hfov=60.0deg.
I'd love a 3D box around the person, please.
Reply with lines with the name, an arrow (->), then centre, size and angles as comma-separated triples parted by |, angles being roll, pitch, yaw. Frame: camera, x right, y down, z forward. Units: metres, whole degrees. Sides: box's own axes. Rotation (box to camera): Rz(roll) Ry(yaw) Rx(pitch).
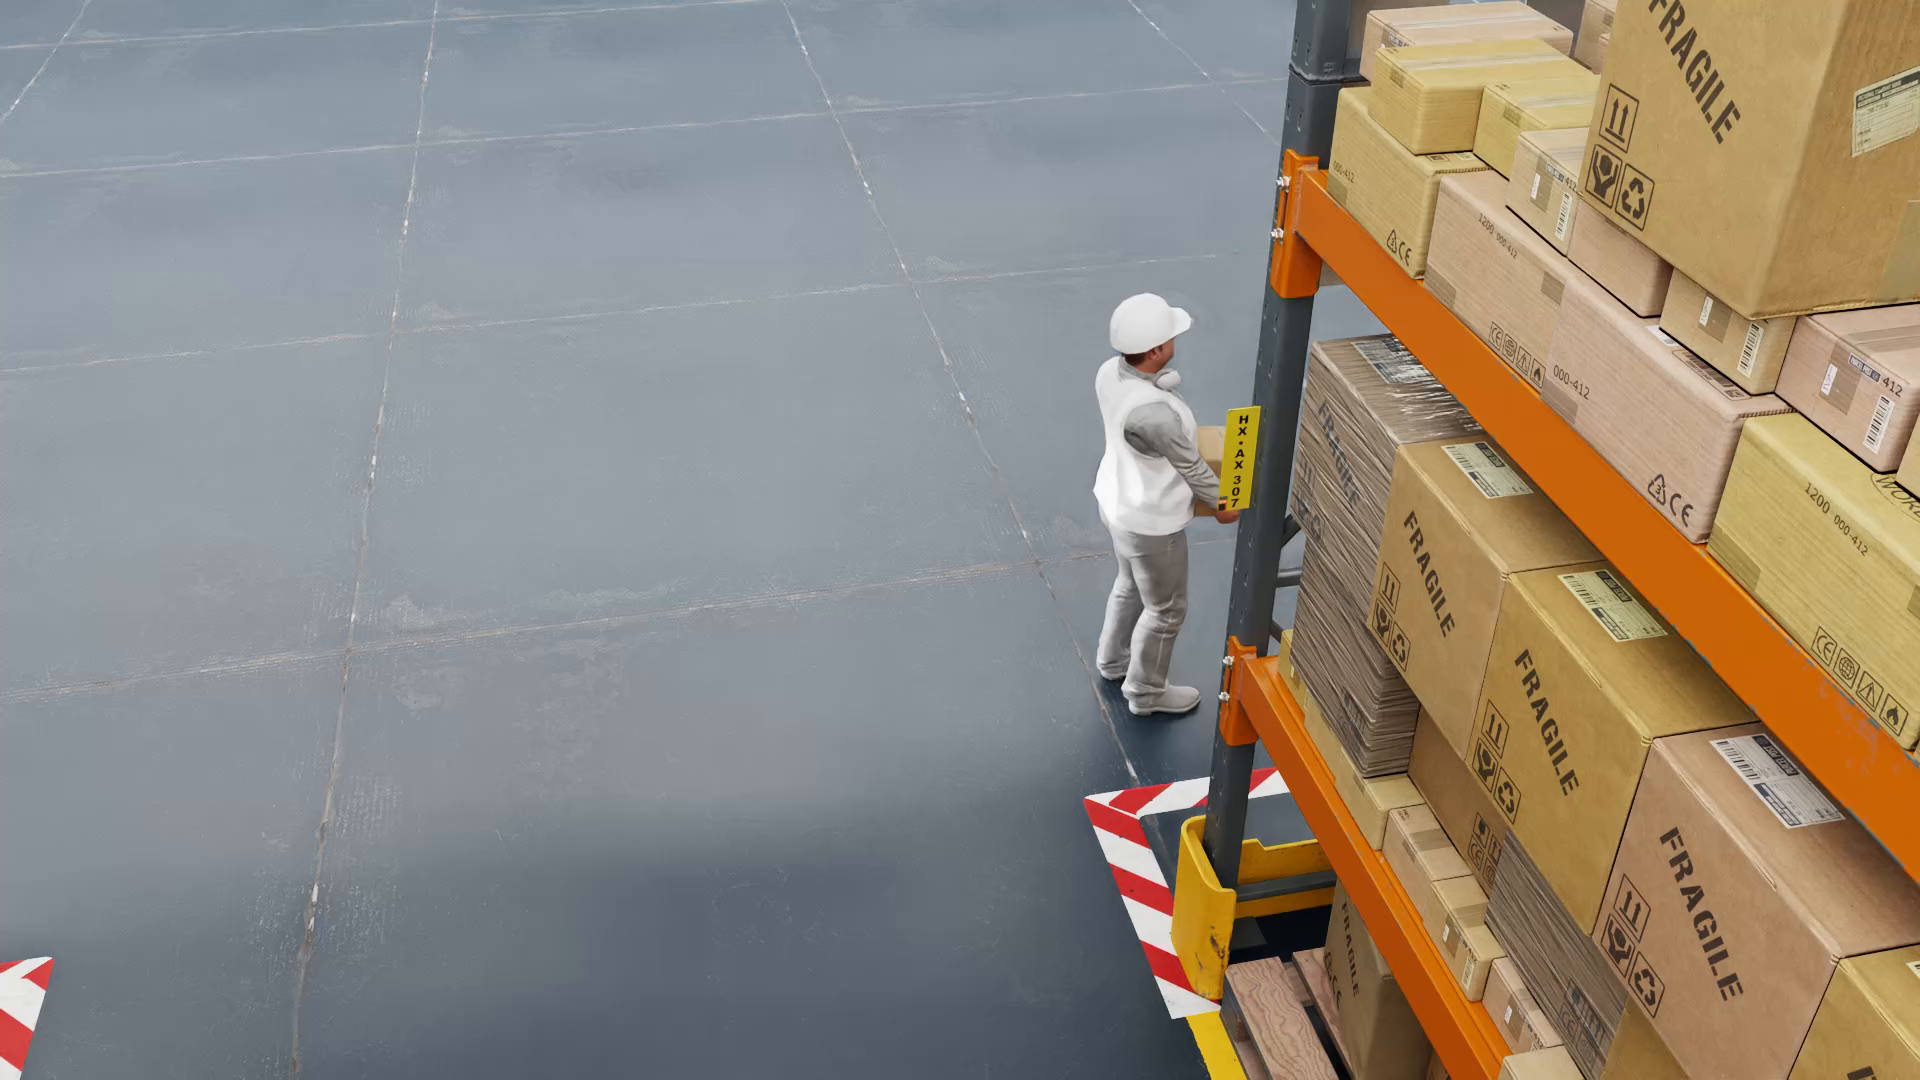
person -> 0.792, -0.137, 6.328 | 0.546, 1.765, 0.494 | -7, 35, -10
